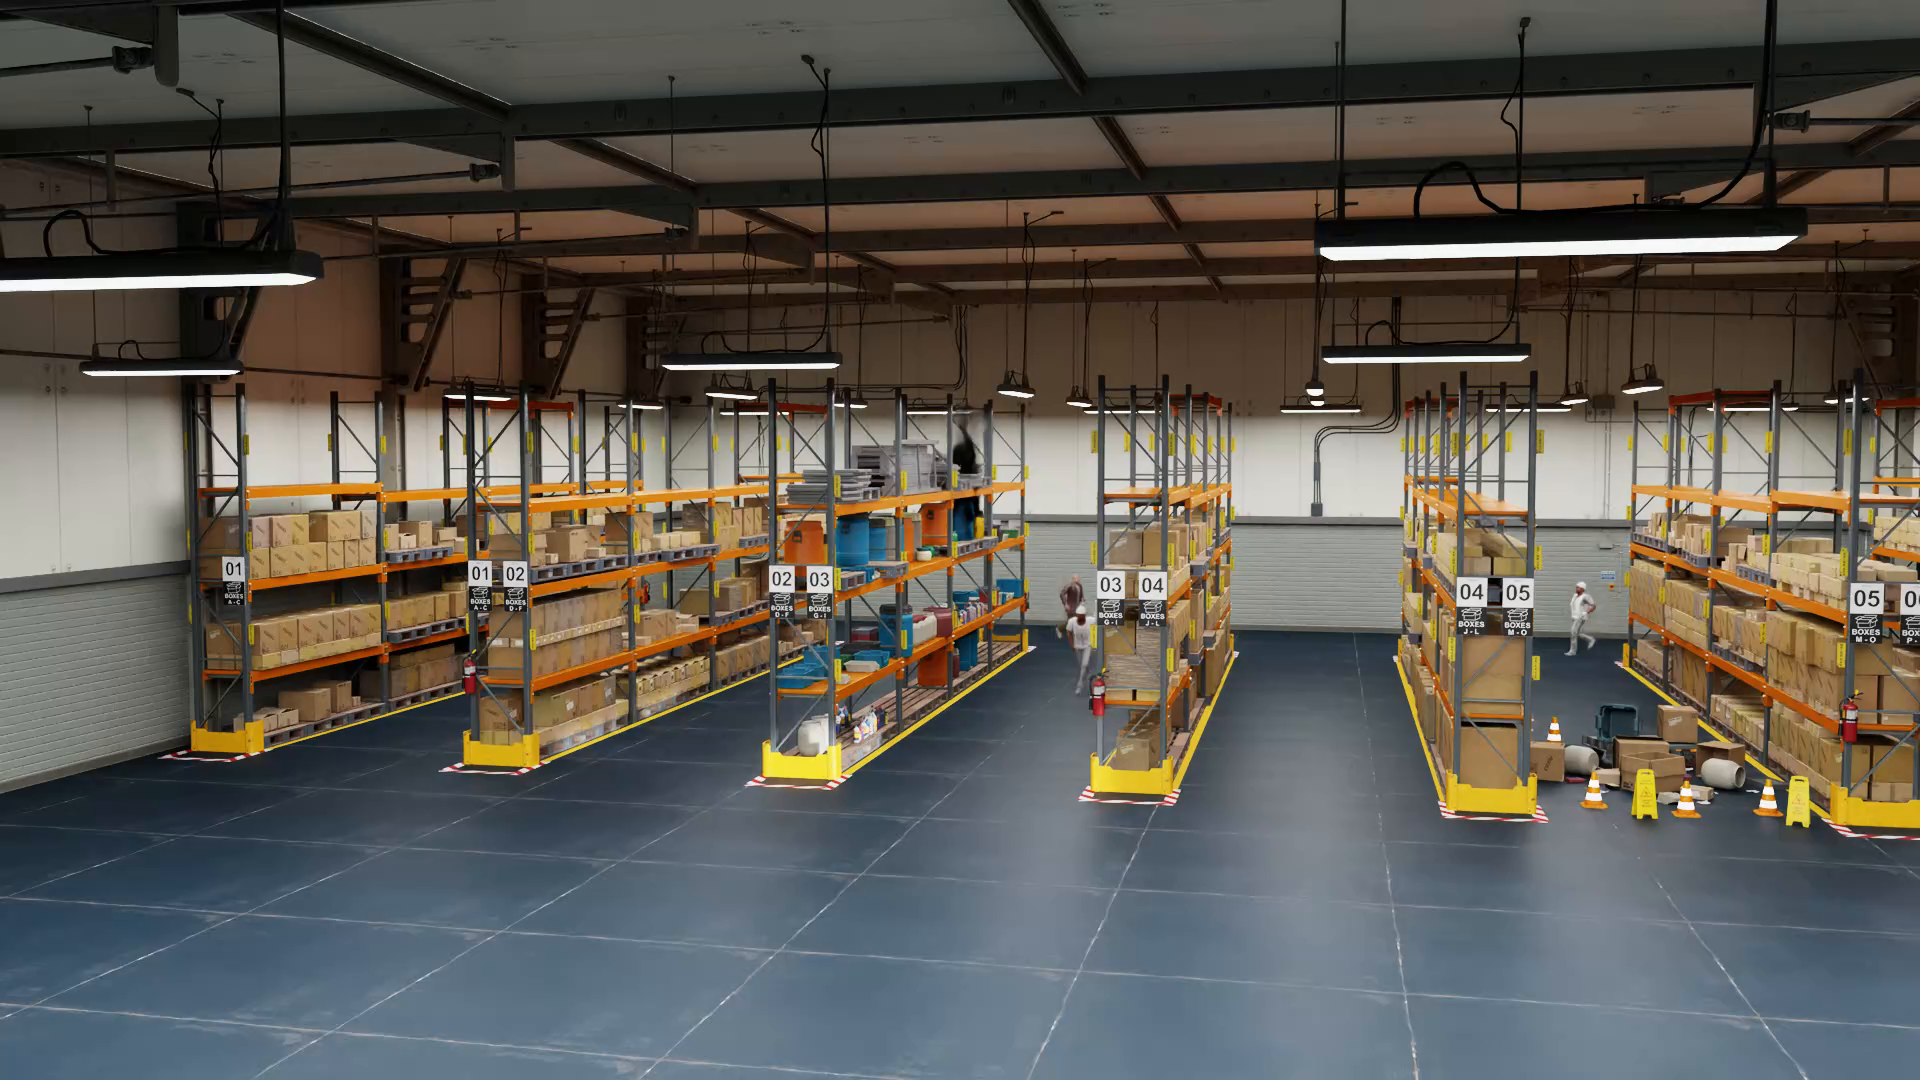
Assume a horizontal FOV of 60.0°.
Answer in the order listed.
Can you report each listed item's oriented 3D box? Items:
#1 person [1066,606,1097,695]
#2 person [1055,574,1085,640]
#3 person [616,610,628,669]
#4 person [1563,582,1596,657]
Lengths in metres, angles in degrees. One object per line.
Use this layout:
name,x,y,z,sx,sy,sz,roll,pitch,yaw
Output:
person,2.433,2.106,32.358,0.718,1.712,1.016,1,3,13
person,2.870,1.750,42.355,0.656,1.747,0.862,3,4,39
person,-6.951,2.262,34.425,0.606,1.634,0.920,1,3,14
person,14.720,1.875,39.411,0.849,1.765,0.683,0,3,-8
